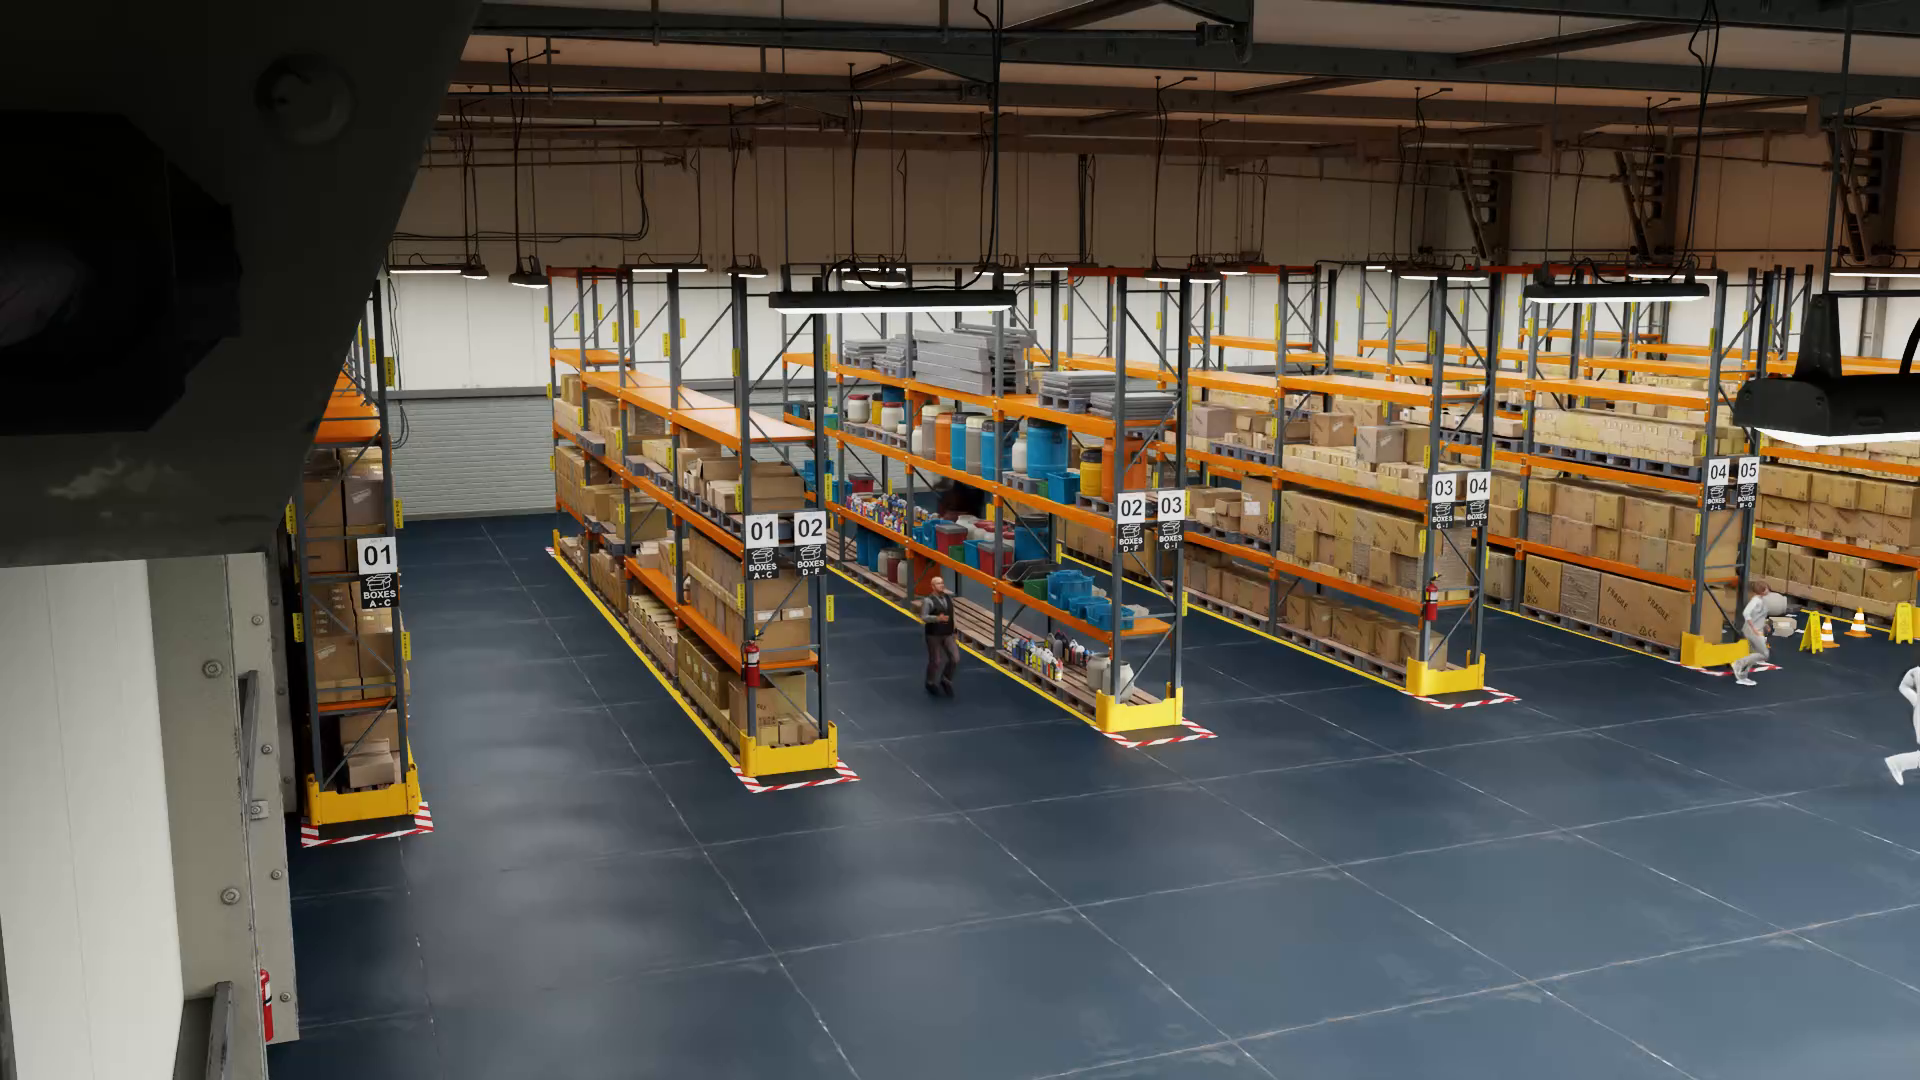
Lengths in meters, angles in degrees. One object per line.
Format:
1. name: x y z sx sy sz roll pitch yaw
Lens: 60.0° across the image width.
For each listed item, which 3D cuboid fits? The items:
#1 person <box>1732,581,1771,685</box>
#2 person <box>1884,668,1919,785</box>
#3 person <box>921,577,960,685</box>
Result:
1. person: 11.629 1.369 24.391 0.482 1.537 0.563 5 11 25
2. person: 11.279 2.236 19.454 0.877 1.547 0.711 1 10 7
3. person: -0.265 1.328 23.730 0.641 1.616 0.688 -6 12 -33
